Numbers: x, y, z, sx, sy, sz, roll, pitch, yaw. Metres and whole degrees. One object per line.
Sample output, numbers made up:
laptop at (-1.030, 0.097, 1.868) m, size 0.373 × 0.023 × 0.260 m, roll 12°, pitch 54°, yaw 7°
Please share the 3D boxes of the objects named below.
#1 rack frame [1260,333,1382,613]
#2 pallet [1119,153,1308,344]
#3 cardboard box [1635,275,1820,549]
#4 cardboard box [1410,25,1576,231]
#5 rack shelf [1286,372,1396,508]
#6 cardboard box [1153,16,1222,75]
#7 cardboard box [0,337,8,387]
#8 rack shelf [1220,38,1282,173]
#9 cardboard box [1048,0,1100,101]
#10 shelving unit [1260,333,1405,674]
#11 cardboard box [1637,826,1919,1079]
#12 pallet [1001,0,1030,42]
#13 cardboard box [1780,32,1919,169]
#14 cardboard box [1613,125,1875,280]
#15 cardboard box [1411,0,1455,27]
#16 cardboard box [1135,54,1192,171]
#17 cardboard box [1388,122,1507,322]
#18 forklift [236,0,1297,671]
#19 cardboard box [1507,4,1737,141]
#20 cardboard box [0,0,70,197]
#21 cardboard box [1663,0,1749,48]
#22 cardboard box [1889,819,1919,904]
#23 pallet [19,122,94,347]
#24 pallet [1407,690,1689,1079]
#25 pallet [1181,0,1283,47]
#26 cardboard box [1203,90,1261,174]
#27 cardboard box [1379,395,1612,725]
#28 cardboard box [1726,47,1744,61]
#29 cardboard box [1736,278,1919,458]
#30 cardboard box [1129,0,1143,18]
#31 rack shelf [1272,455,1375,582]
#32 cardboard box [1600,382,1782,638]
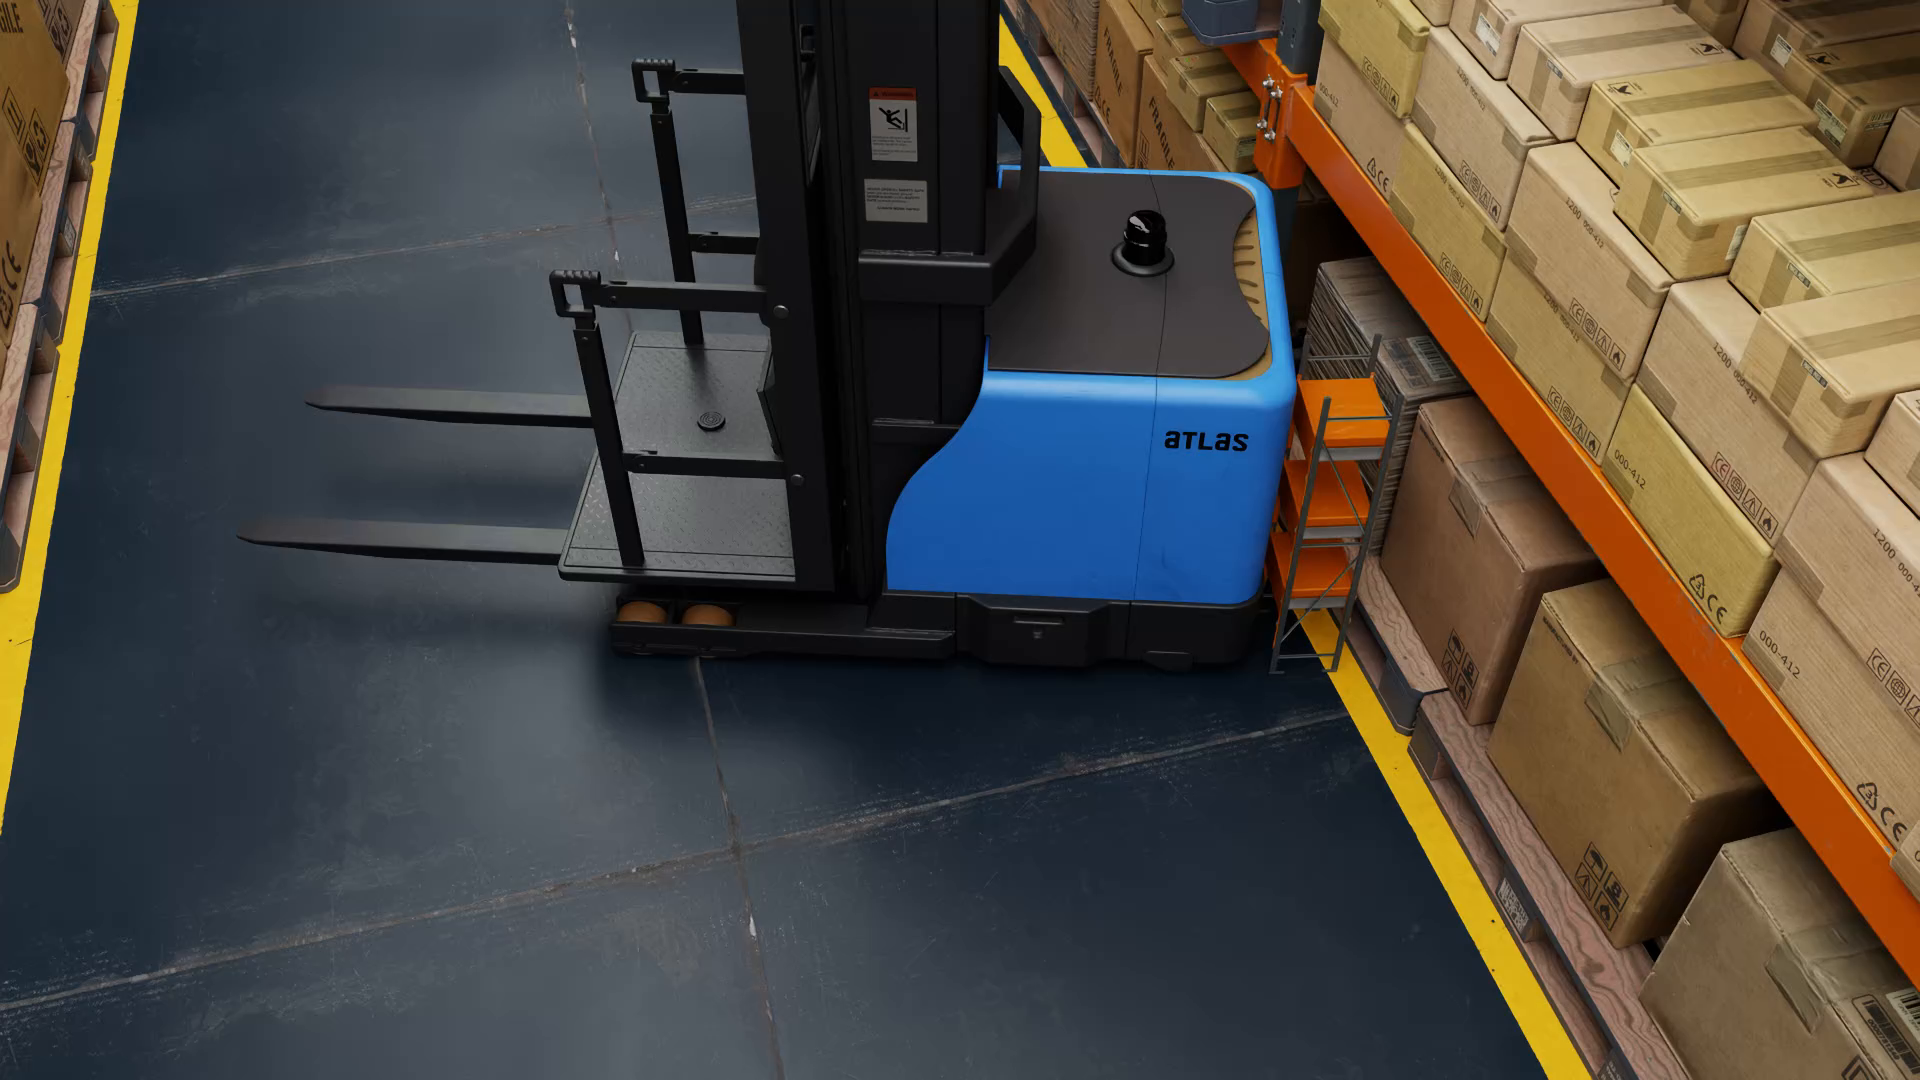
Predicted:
rack frame at (0.990, -0.157, 4.666) m, size 0.200 × 1.050 × 0.008 m, roll -2°, pitch 45°, yaw -2°
pallet at (1.246, -1.115, 6.195) m, size 1.003 × 0.211 × 1.213 m, roll -11°, pitch 47°, yaw -10°
cardboard box at (1.677, -0.282, 3.181) m, size 0.500 × 0.250 × 0.500 m, roll -10°, pitch 46°, yaw -10°
cardboard box at (1.406, -0.995, 3.879) m, size 0.500 × 0.250 × 0.500 m, roll -9°, pitch 46°, yaw -9°
rack shelf at (0.997, -0.264, 4.387) m, size 0.215 × 0.259 × 0.240 m, roll -2°, pitch 45°, yaw -2°
cardboard box at (0.905, -1.735, 5.852) m, size 0.380 × 0.149 × 0.250 m, roll -12°, pitch 47°, yaw -12°
cardboard box at (-3.493, -0.554, 4.887) m, size 0.875 × 0.875 × 0.875 m, roll -11°, pitch 47°, yaw -11°
rack shelf at (0.889, -2.698, 6.298) m, size 1.077 × 0.370 × 4.000 m, roll -11°, pitch 47°, yaw -10°
cardboard box at (0.679, -2.157, 6.720) m, size 0.500 × 0.500 × 0.500 m, roll -12°, pitch 47°, yaw -12°
shelving unit at (0.997, -0.071, 4.580) m, size 0.215 × 1.050 × 0.252 m, roll -2°, pitch 45°, yaw -2°
cardboard box at (2.089, 0.981, 3.557) m, size 0.875 × 0.625 × 0.625 m, roll -11°, pitch 47°, yaw -11°
pallet at (0.622, -2.800, 7.846) m, size 1.003 × 0.211 × 1.213 m, roll -11°, pitch 47°, yaw -10°
cardboard box at (1.984, -0.942, 3.549) m, size 0.380 × 0.149 × 0.250 m, roll -11°, pitch 47°, yaw -11°
cardboard box at (1.539, -0.668, 3.280) m, size 0.380 × 0.149 × 0.250 m, roll -10°, pitch 46°, yaw -9°
cardboard box at (1.268, -1.373, 3.971) m, size 0.380 × 0.149 × 0.250 m, roll -10°, pitch 46°, yaw -9°
cardboard box at (0.967, -1.441, 6.018) m, size 0.500 × 0.500 × 0.500 m, roll -11°, pitch 47°, yaw -11°
cardboard box at (1.402, -0.817, 4.056) m, size 0.500 × 0.250 × 0.500 m, roll -12°, pitch 47°, yaw -11°
forklift at (-0.625, -1.053, 4.230) m, size 3.031 × 2.935 × 1.130 m, roll 2°, pitch 46°, yaw 2°
cardboard box at (1.437, -1.022, 3.627) m, size 0.380 × 0.149 × 0.250 m, roll -10°, pitch 46°, yaw -10°
cardboard box at (-3.945, -1.788, 6.096) m, size 0.875 × 0.875 × 0.875 m, roll -9°, pitch 46°, yaw -9°
cardboard box at (1.862, -1.293, 3.893) m, size 0.380 × 0.149 × 0.250 m, roll -11°, pitch 47°, yaw -10°
cardboard box at (1.909, 0.599, 2.668) m, size 0.500 × 0.250 × 0.500 m, roll -11°, pitch 47°, yaw -11°
pallet at (-3.834, -1.082, 6.162) m, size 1.003 × 0.211 × 1.213 m, roll -11°, pitch 47°, yaw -10°
pallet at (1.883, 0.823, 4.295) m, size 1.003 × 0.211 × 1.213 m, roll -11°, pitch 47°, yaw -10°
pallet at (1.160, -1.957, 5.202) m, size 1.213 × 0.211 × 1.003 m, roll -11°, pitch 47°, yaw -10°
cardboard box at (1.030, -1.363, 5.487) m, size 0.380 × 0.149 × 0.250 m, roll -13°, pitch 47°, yaw -12°
cardboard box at (1.722, -0.002, 4.520) m, size 0.875 × 0.625 × 0.625 m, roll -9°, pitch 46°, yaw -9°
cardboard box at (1.917, -1.079, 3.963) m, size 0.500 × 0.250 × 0.500 m, roll -10°, pitch 46°, yaw -10°
cardboard box at (1.624, -0.310, 2.930) m, size 0.380 × 0.149 × 0.250 m, roll -12°, pitch 47°, yaw -11°
cardboard box at (0.817, -2.098, 6.208) m, size 0.380 × 0.149 × 0.250 m, roll -11°, pitch 47°, yaw -11°
rack shelf at (0.997, -0.063, 4.587) m, size 0.215 × 0.259 × 0.240 m, roll -2°, pitch 45°, yaw -2°
cardboard box at (1.672, -0.105, 3.357) m, size 0.500 × 0.250 × 0.500 m, roll -9°, pitch 46°, yaw -9°
